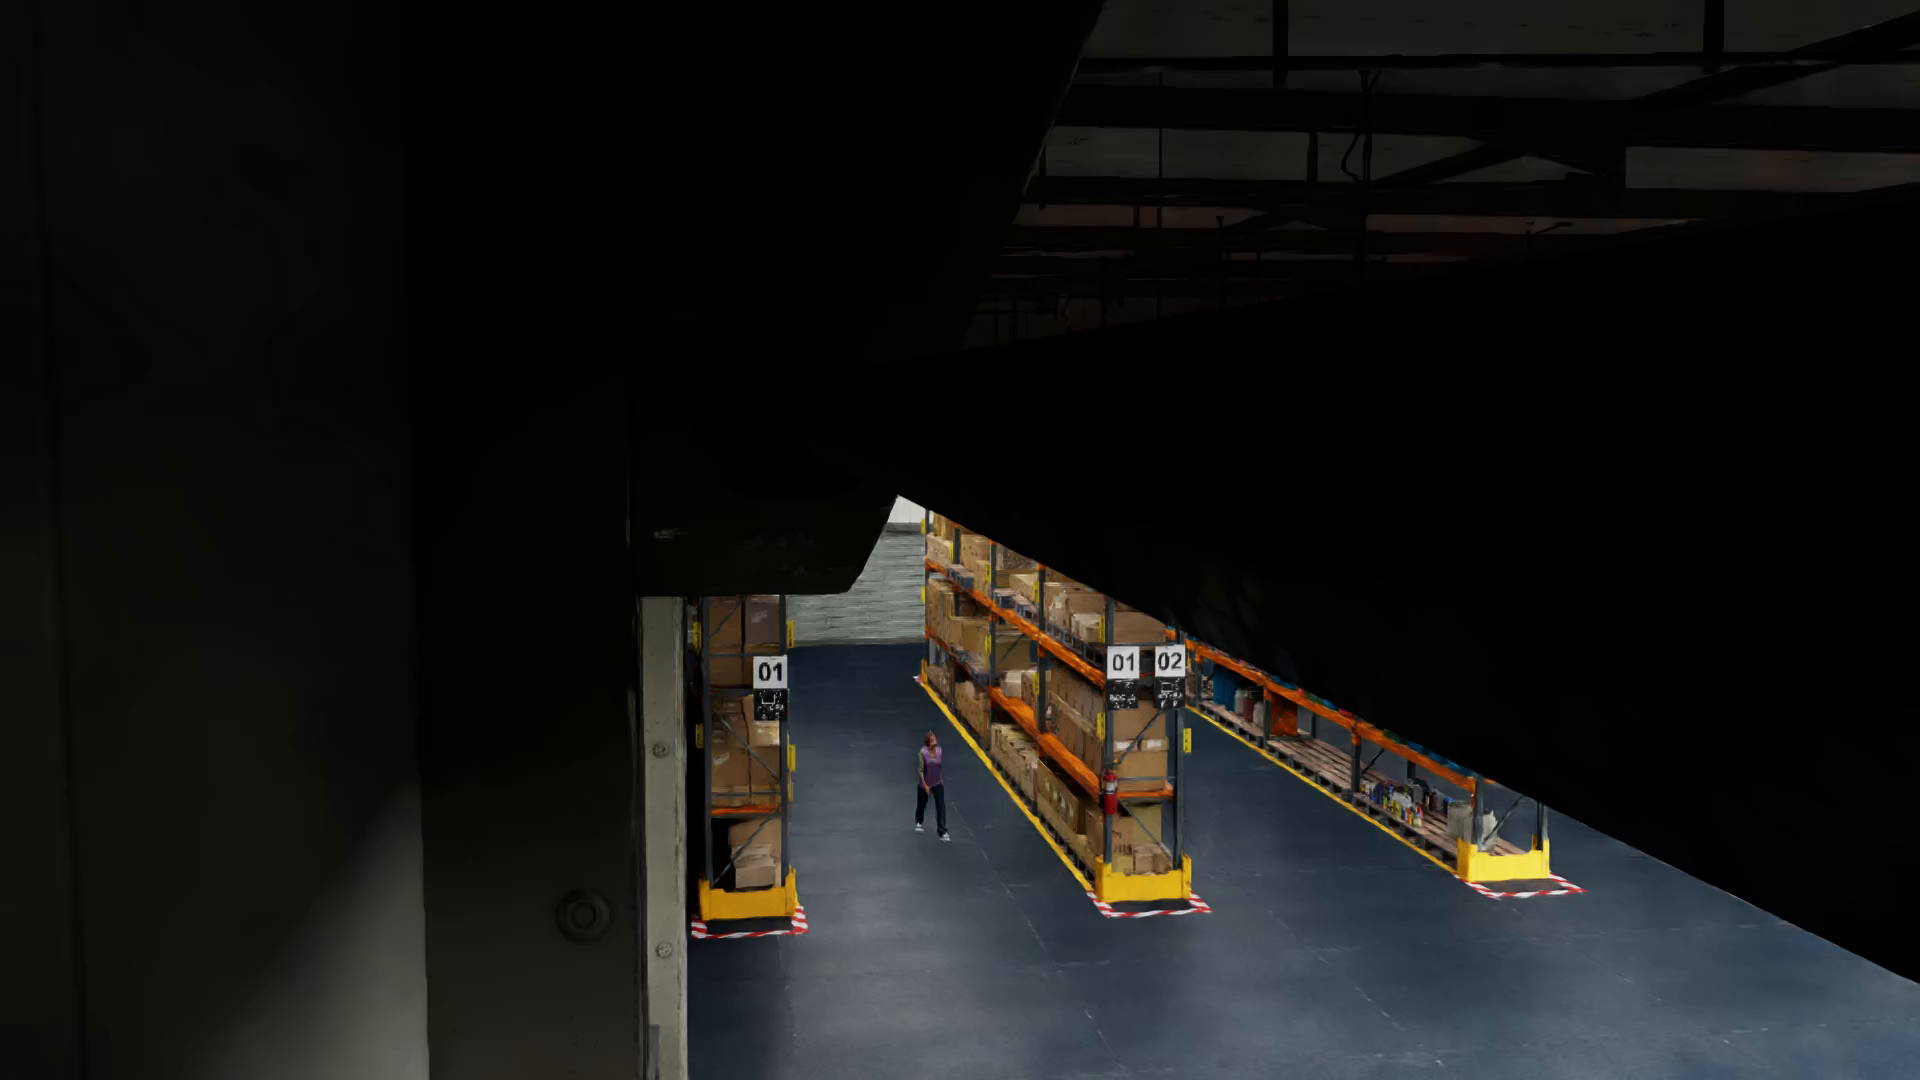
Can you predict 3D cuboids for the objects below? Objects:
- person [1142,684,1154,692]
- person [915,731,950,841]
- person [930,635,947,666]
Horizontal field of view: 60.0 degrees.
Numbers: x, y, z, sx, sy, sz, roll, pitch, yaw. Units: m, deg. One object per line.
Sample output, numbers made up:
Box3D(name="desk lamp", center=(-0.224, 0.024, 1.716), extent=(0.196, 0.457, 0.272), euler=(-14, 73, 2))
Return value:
Box3D(name="person", center=(3.544, 2.695, 31.488), extent=(0.588, 1.700, 1.193), euler=(-1, 5, -11))
Box3D(name="person", center=(-0.427, 3.468, 23.692), extent=(0.412, 1.533, 0.955), euler=(-2, 5, -17))
Box3D(name="person", center=(-0.471, 2.148, 37.663), extent=(0.529, 1.758, 0.567), euler=(2, 6, 26))
